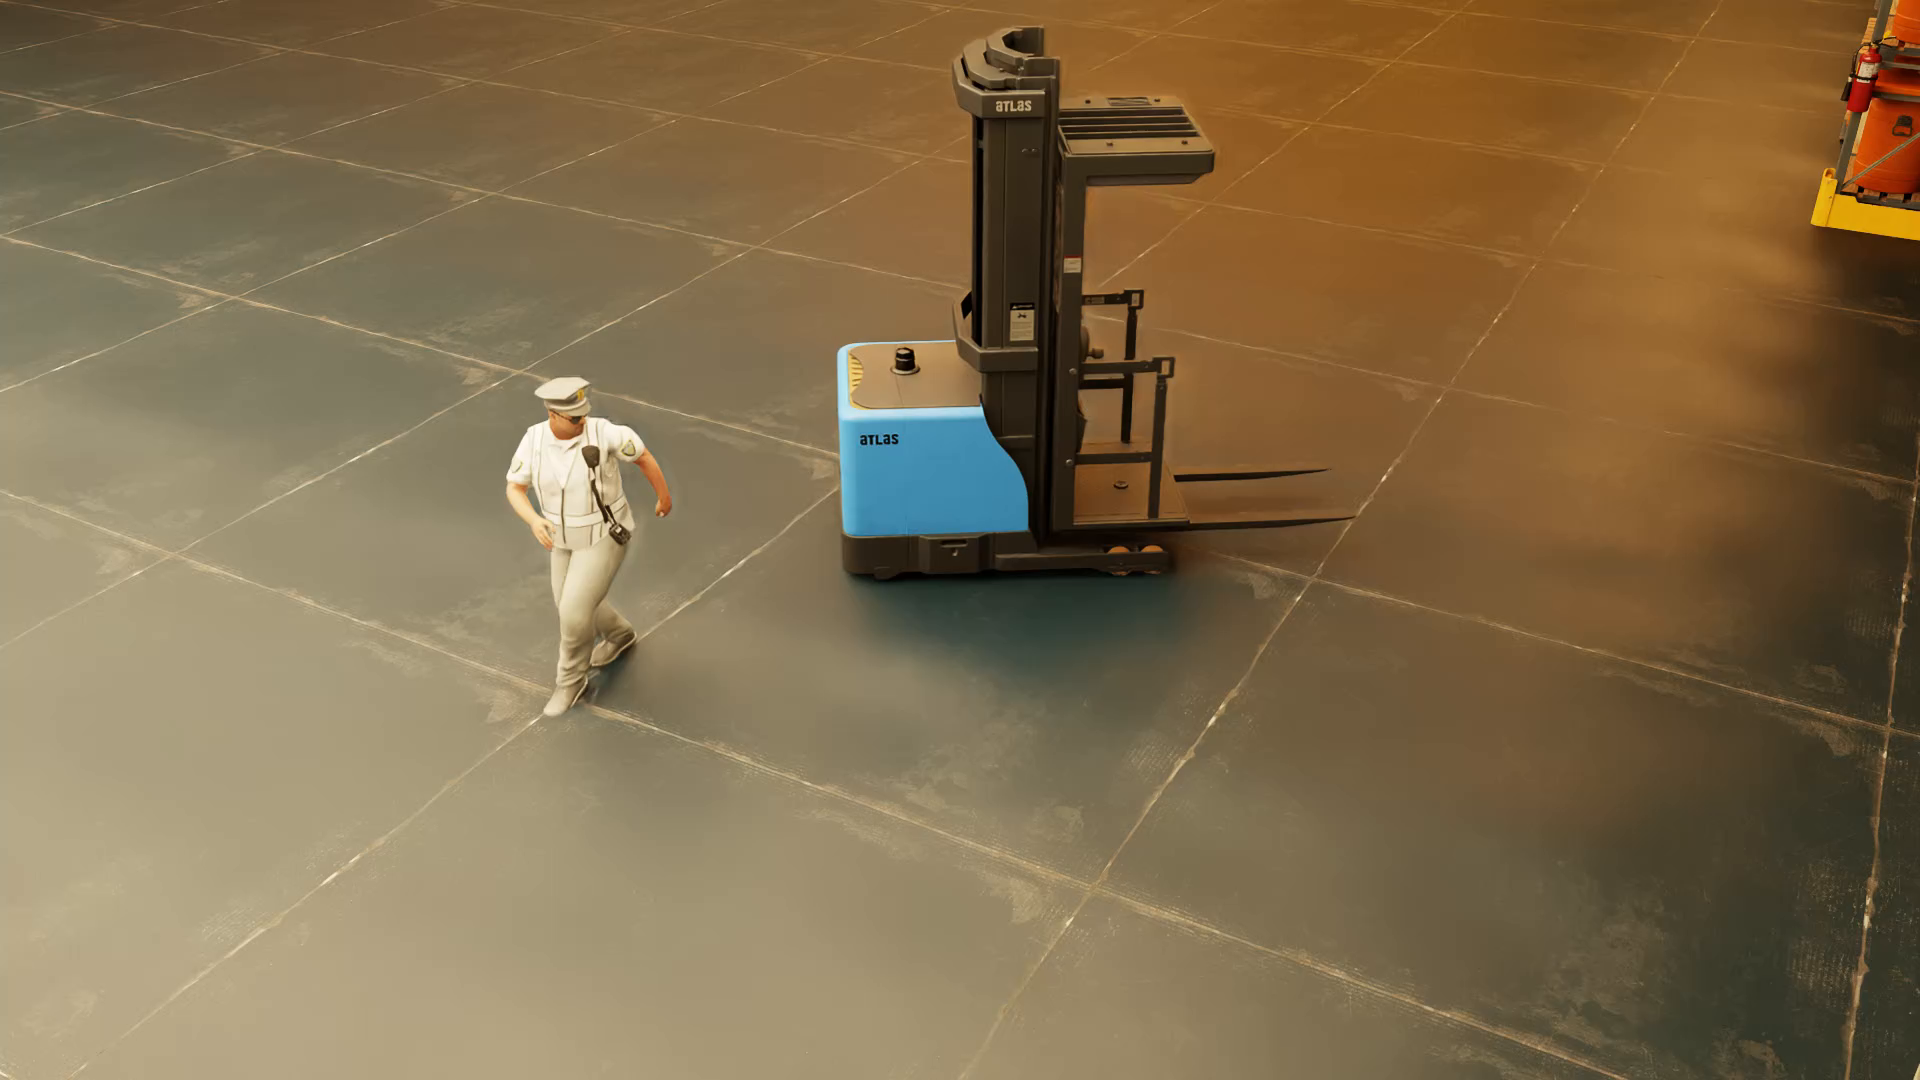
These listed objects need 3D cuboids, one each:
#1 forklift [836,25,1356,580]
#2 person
[{"bbox_3d":[0.802,-1.325,9.366,3.031,2.935,1.130,-2,30,-4],"label":"forklift"},{"bbox_3d":[-1.919,-0.011,8.399,0.579,1.735,0.915,15,33,25],"label":"person"}]
